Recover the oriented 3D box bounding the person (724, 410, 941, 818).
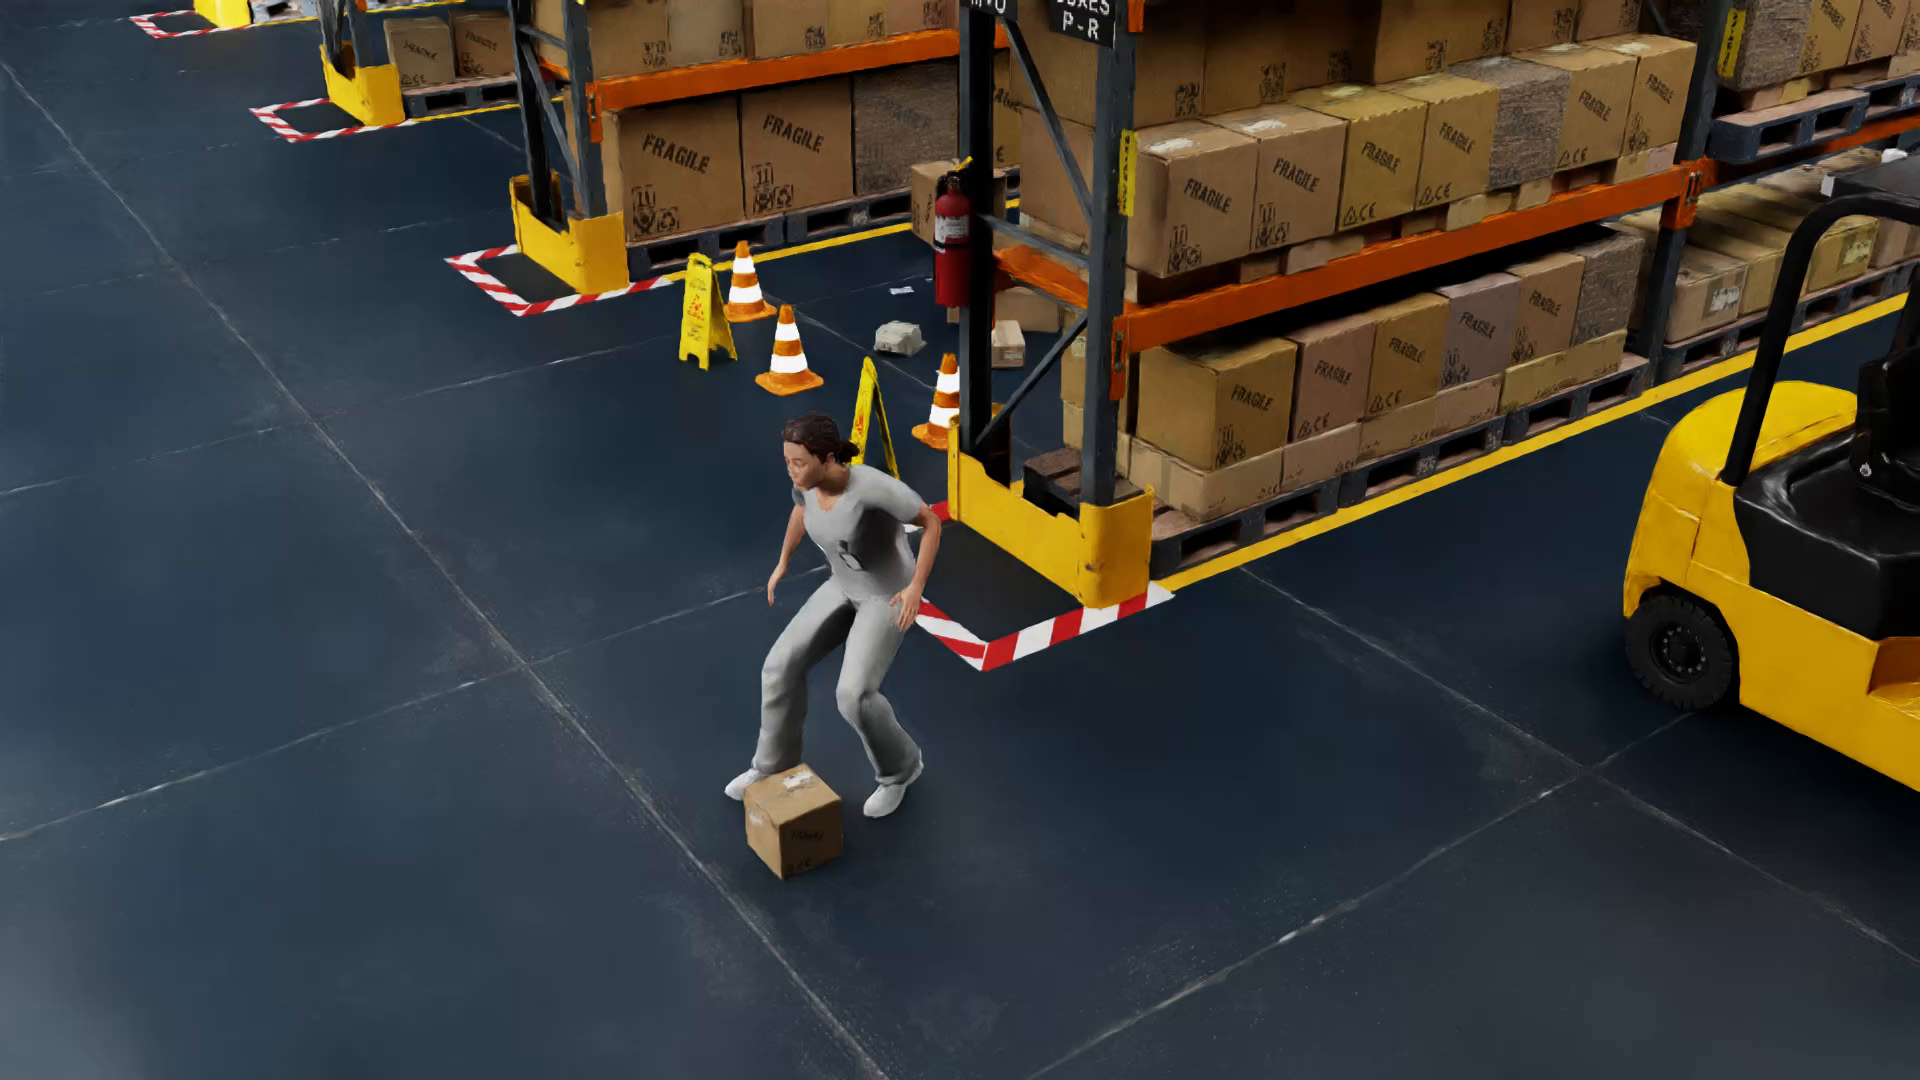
[{"bbox_3d":[-0.471,0.249,5.857,0.667,1.485,0.730,22,36,34],"label":"person"}]
